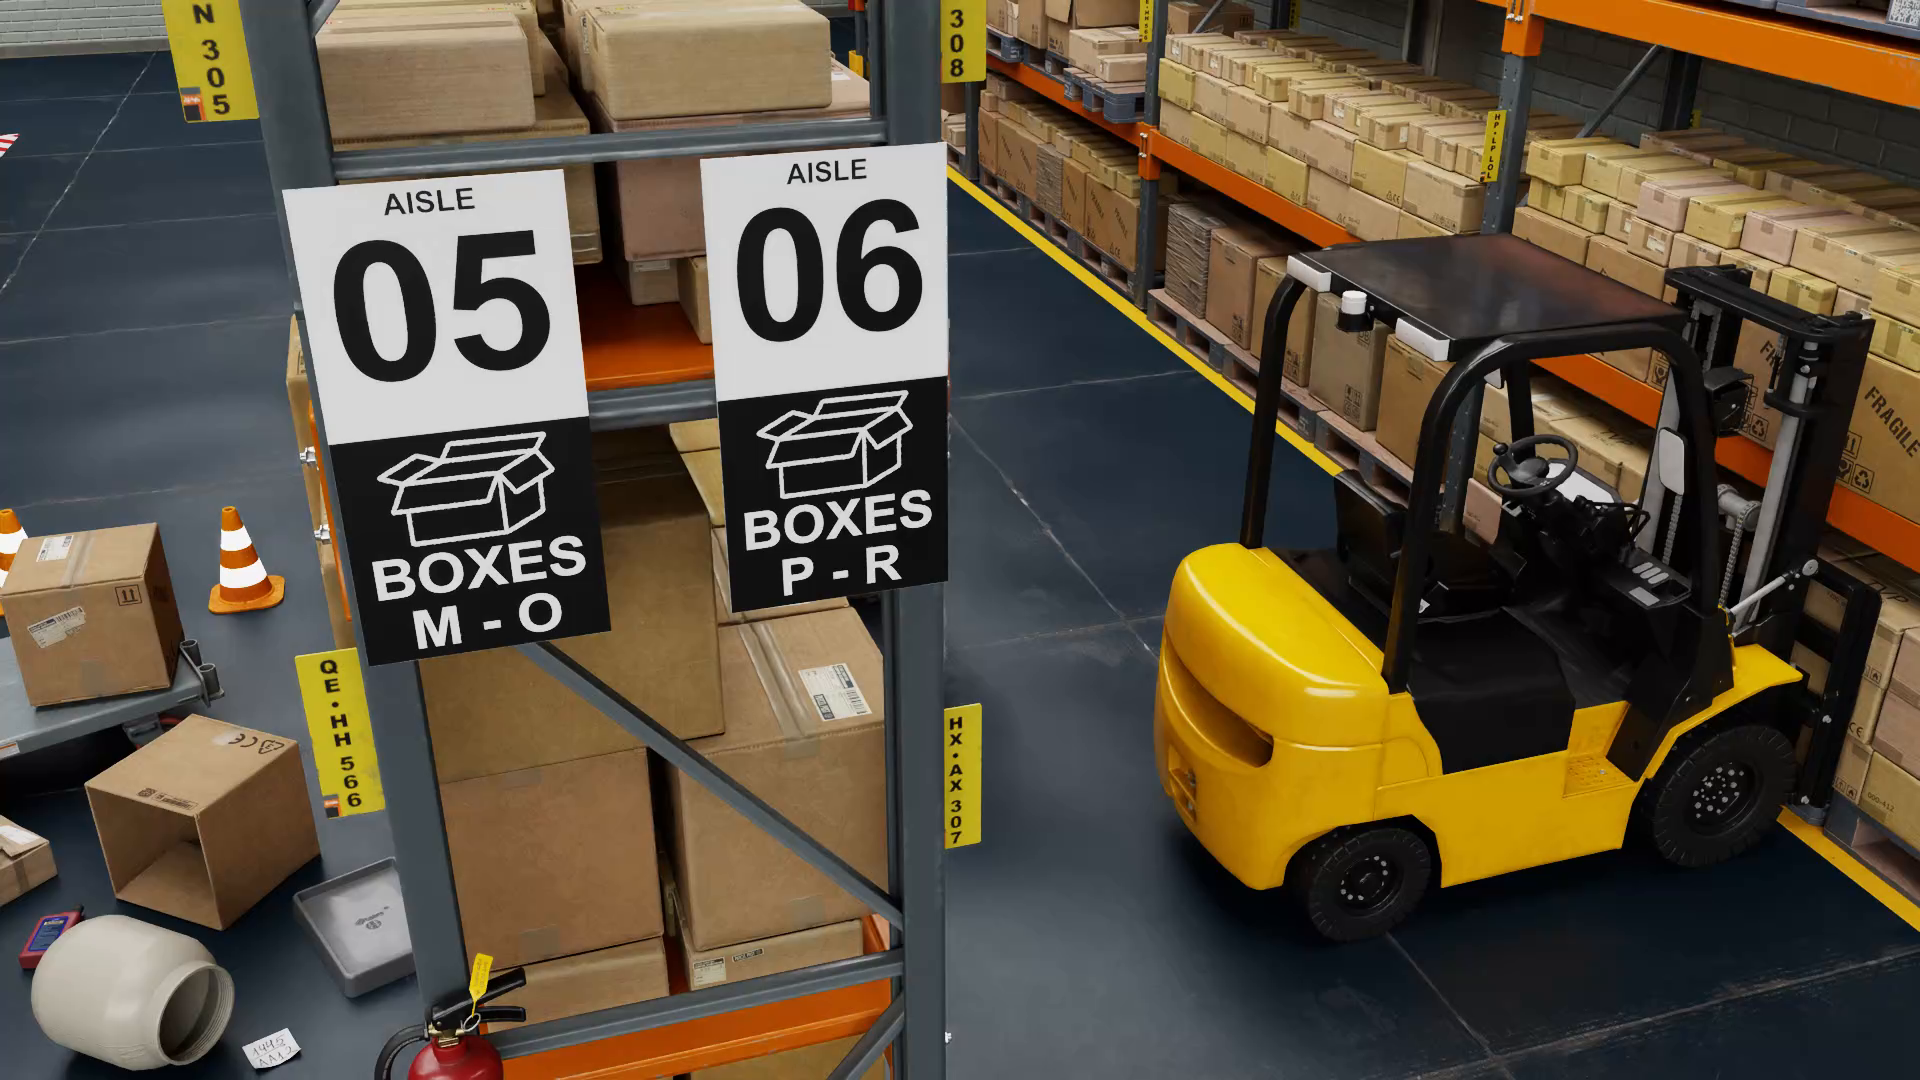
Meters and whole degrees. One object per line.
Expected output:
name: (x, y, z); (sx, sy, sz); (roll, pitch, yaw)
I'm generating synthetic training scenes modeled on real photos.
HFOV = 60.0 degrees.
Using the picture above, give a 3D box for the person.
person: (-0.330, -0.516, 7.658); (0.587, 1.839, 0.475); (-8, 27, -15)
